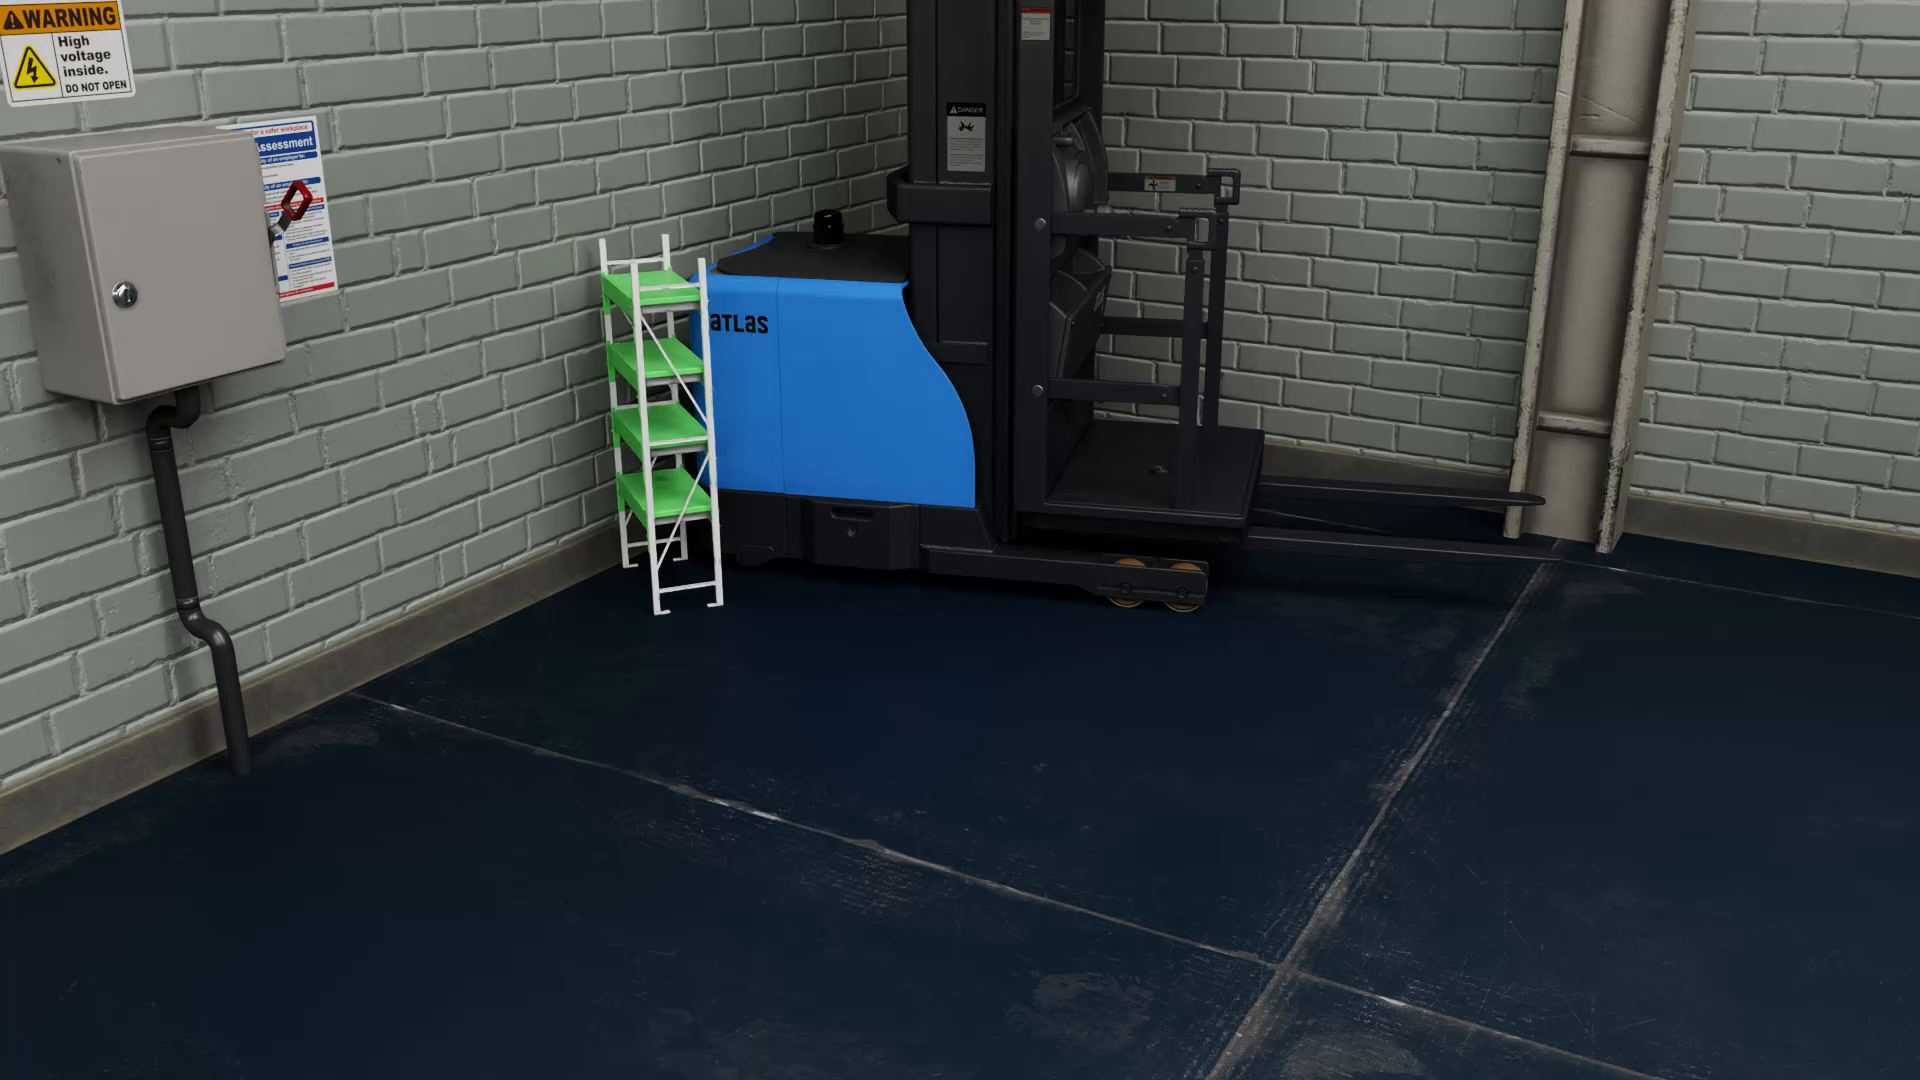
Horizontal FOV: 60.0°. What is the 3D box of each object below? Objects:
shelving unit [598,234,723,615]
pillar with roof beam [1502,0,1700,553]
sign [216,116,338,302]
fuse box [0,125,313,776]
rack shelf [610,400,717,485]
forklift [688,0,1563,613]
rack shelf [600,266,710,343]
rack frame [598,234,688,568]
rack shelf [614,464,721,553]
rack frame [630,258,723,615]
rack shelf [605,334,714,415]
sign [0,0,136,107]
[{"bbox_3d":[-1.027,-0.402,5.714,0.258,1.200,0.503,-8,22,-22],"label":"shelving unit"},{"bbox_3d":[0.237,-2.976,1.374,0.400,9.000,9.100,11,23,27],"label":"pillar with roof beam"},{"bbox_3d":[-1.889,-0.911,4.618,0.001,0.494,0.329,11,23,27],"label":"sign"},{"bbox_3d":[-1.949,-0.169,4.321,0.414,1.711,0.539,11,23,27],"label":"fuse box"},{"bbox_3d":[-1.027,-0.342,5.735,0.258,0.148,0.480,-8,22,-22],"label":"rack shelf"},{"bbox_3d":[0.607,-1.330,5.732,3.031,2.935,1.130,5,20,12],"label":"forklift"},{"bbox_3d":[-1.027,-0.793,5.572,0.258,0.148,0.480,-8,22,-22],"label":"rack shelf"},{"bbox_3d":[-1.122,-0.478,5.925,0.240,1.200,0.015,-8,22,-22],"label":"rack frame"},{"bbox_3d":[-1.027,-0.116,5.817,0.258,0.148,0.480,-8,22,-22],"label":"rack shelf"},{"bbox_3d":[-0.931,-0.325,5.503,0.240,1.200,0.015,-8,22,-22],"label":"rack frame"},{"bbox_3d":[-1.027,-0.567,5.654,0.258,0.148,0.480,-8,22,-22],"label":"rack shelf"},{"bbox_3d":[-2.157,-1.181,4.010,0.001,0.242,0.339,11,23,27],"label":"sign"}]
